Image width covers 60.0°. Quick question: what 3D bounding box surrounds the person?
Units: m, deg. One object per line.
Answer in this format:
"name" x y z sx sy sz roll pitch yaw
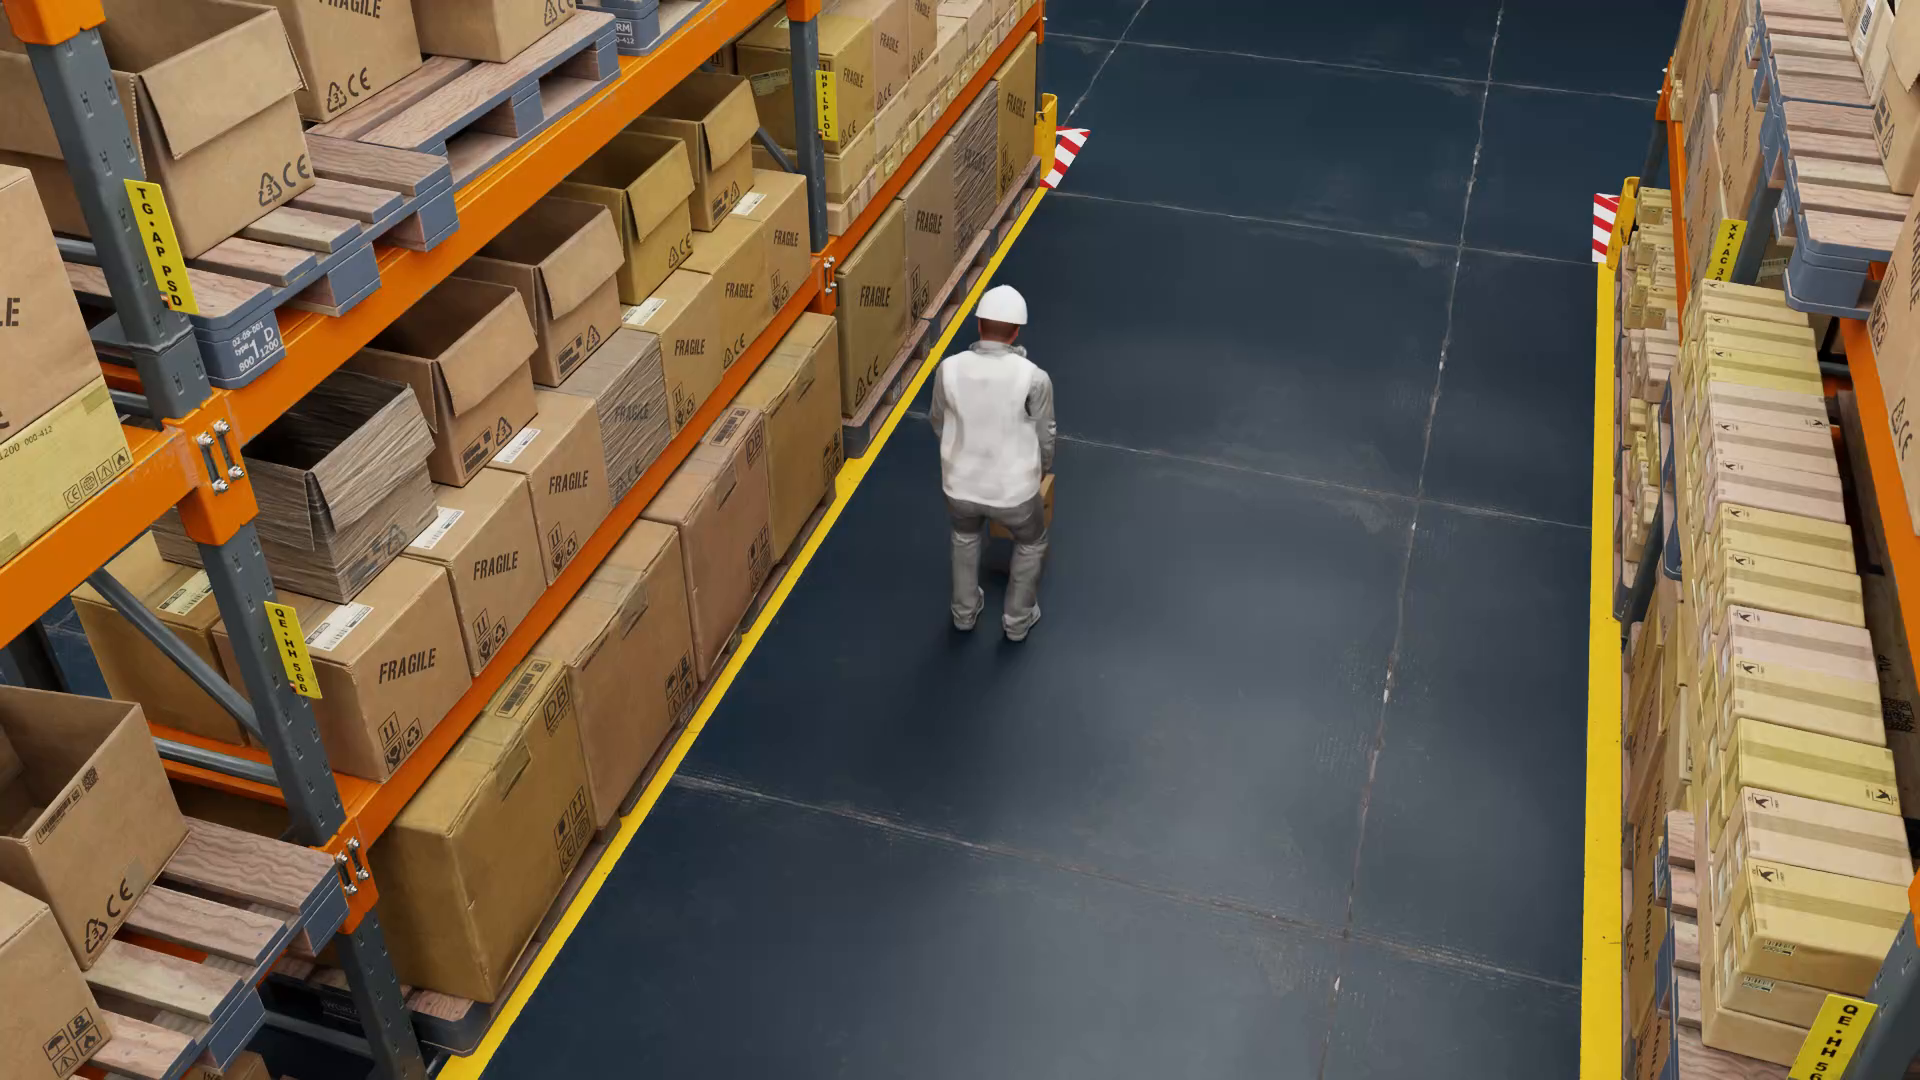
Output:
"person" 0.137 -0.312 7.385 0.574 1.665 0.559 11 38 15
